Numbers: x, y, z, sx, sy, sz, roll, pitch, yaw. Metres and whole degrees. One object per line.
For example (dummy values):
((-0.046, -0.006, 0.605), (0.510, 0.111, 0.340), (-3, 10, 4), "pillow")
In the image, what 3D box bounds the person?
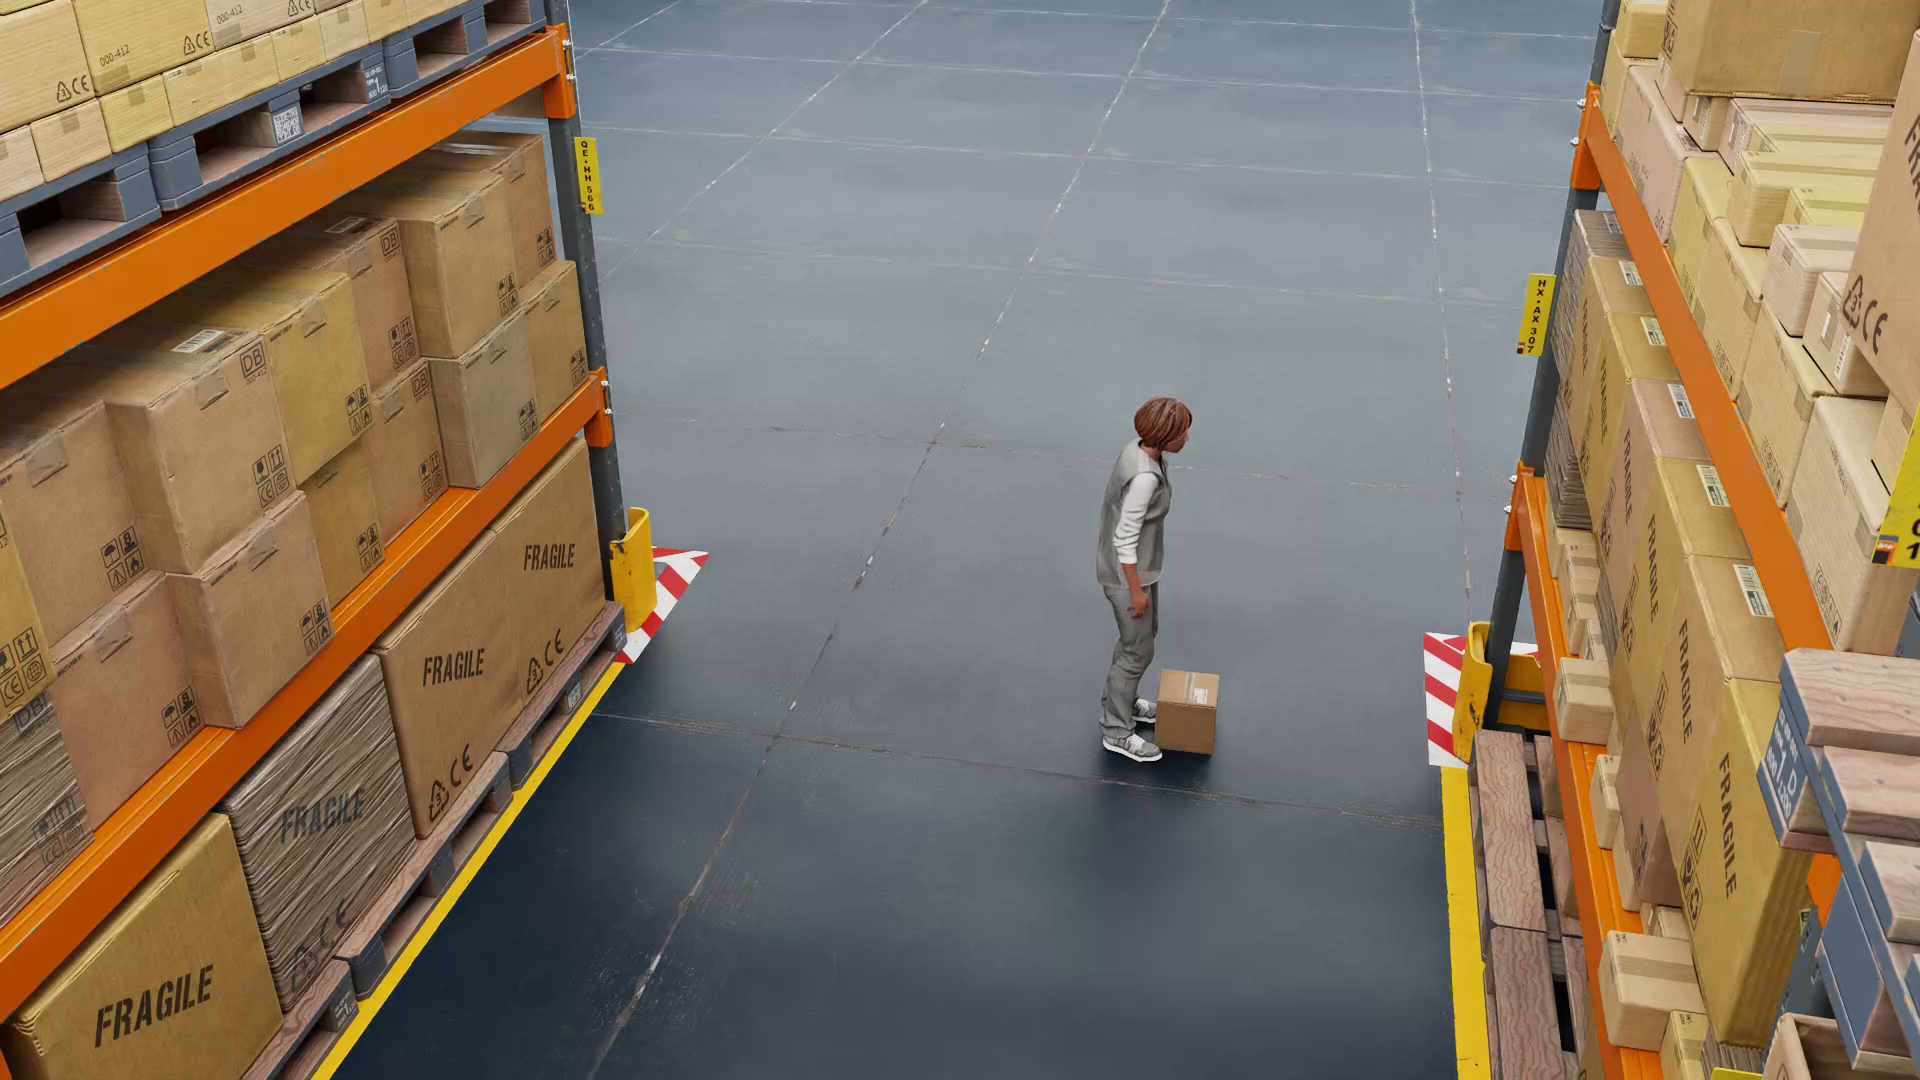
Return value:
((0.737, 0.137, 6.892), (0.347, 1.593, 0.459), (6, 30, 10), "person")
